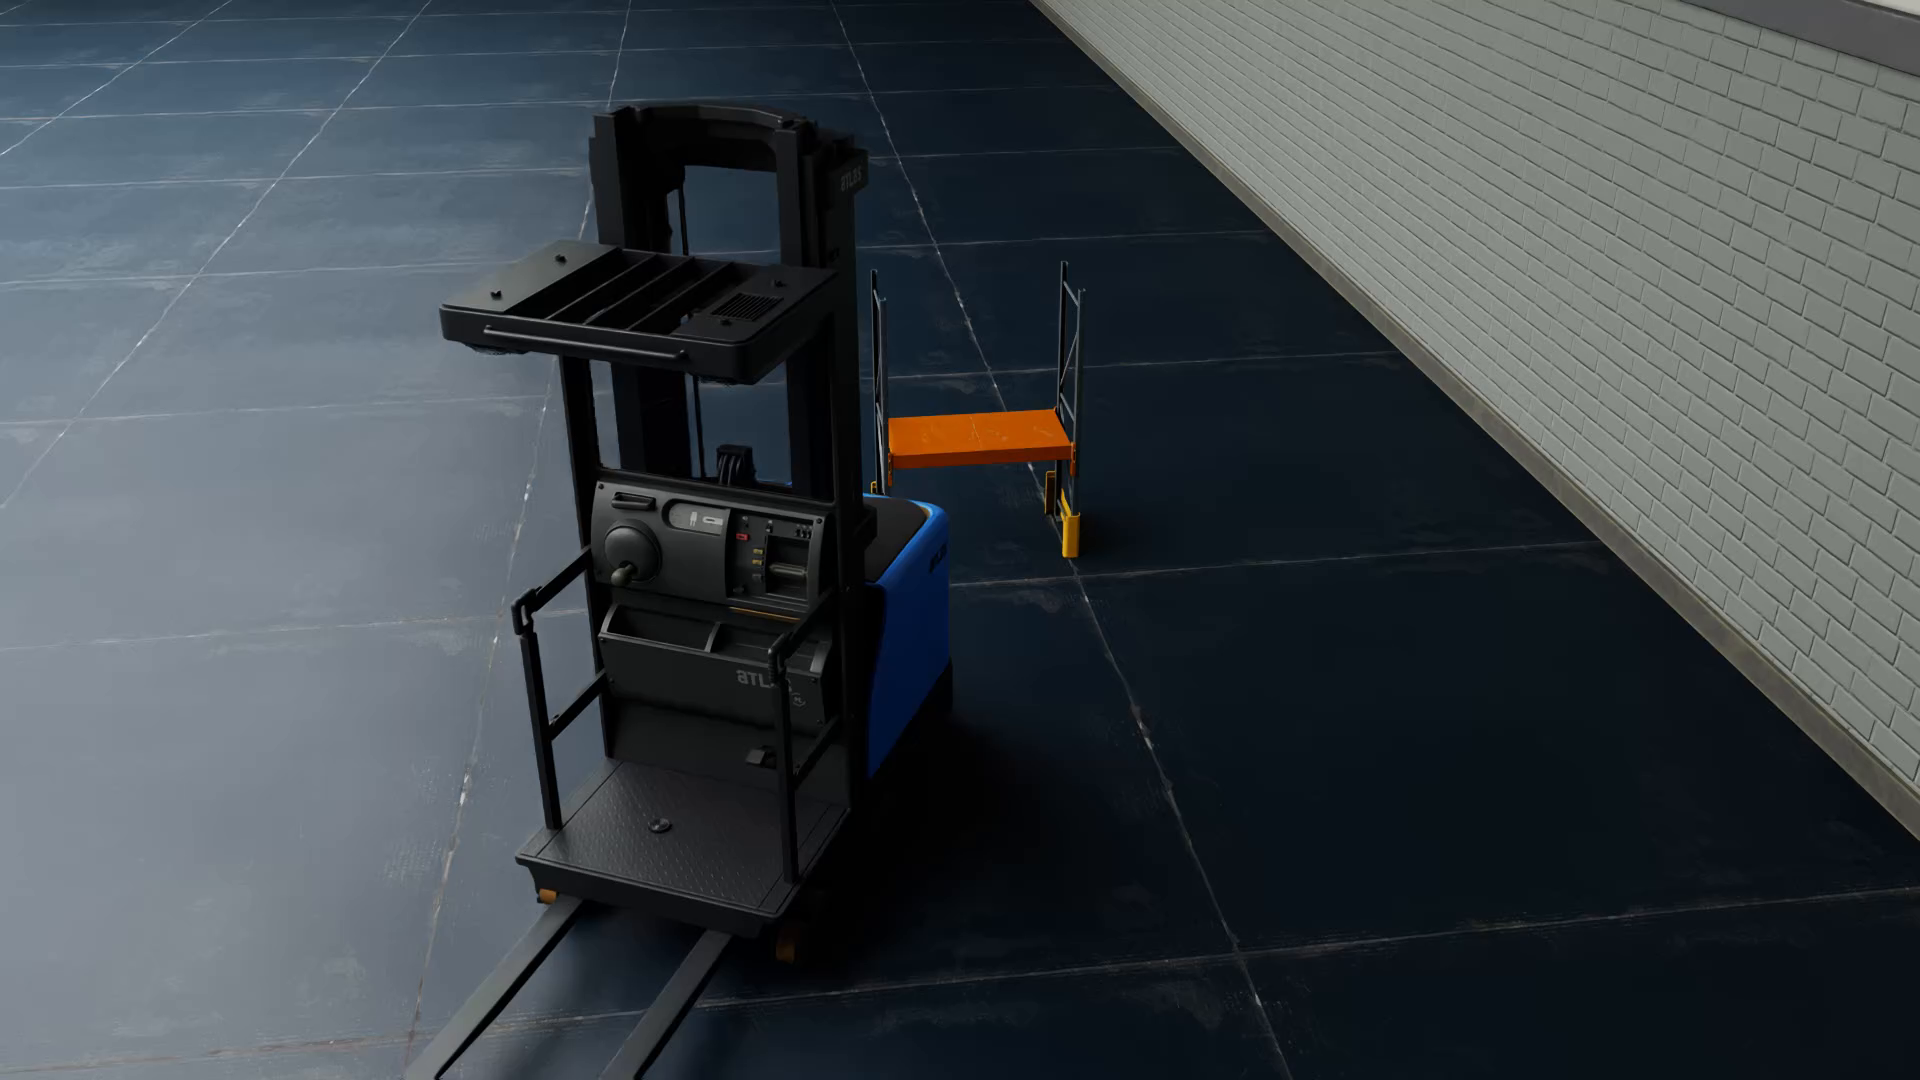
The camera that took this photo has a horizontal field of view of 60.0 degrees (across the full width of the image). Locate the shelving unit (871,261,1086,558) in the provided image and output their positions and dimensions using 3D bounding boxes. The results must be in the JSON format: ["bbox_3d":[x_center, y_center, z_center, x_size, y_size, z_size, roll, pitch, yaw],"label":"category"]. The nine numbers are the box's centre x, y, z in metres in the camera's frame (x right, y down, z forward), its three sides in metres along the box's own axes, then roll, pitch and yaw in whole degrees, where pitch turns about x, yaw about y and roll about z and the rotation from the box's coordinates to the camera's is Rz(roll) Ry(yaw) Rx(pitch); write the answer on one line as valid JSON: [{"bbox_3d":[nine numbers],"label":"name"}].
[{"bbox_3d":[0.075,-0.672,8.917,1.083,1.500,0.587,-4,27,-7],"label":"shelving unit"}]

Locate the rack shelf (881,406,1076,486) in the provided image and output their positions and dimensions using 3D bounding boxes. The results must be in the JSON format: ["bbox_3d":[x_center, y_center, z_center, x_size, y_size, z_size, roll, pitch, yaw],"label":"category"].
[{"bbox_3d":[0.084,-0.513,9.000,1.000,0.185,0.538,-4,27,-7],"label":"rack shelf"}]

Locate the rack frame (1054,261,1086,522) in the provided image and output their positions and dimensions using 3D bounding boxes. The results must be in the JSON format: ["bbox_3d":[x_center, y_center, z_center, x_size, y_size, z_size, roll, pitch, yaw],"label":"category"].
[{"bbox_3d":[0.588,-0.705,8.981,0.032,1.500,0.500,-4,27,-7],"label":"rack frame"}]

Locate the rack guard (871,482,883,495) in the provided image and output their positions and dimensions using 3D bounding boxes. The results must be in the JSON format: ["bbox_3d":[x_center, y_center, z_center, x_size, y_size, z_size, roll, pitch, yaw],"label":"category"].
[{"bbox_3d":[-0.418,-0.084,9.141,0.087,0.250,0.587,-4,27,-7],"label":"rack guard"}]

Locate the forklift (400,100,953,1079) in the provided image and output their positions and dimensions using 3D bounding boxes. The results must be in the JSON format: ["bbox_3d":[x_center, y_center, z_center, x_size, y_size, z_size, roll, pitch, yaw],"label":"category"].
[{"bbox_3d":[-0.995,0.063,5.917,1.130,2.935,3.031,9,28,17],"label":"forklift"}]

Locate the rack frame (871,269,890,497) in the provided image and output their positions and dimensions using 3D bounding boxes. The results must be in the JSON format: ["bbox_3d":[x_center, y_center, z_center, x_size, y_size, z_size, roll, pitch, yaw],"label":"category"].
[{"bbox_3d":[-0.419,-0.640,8.855,0.032,1.500,0.500,-4,27,-7],"label":"rack frame"}]

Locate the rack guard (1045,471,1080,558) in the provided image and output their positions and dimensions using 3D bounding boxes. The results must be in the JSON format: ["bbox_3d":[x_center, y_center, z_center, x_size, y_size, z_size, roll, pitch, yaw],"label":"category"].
[{"bbox_3d":[0.569,-0.148,9.264,0.087,0.250,0.587,-4,27,-7],"label":"rack guard"}]
